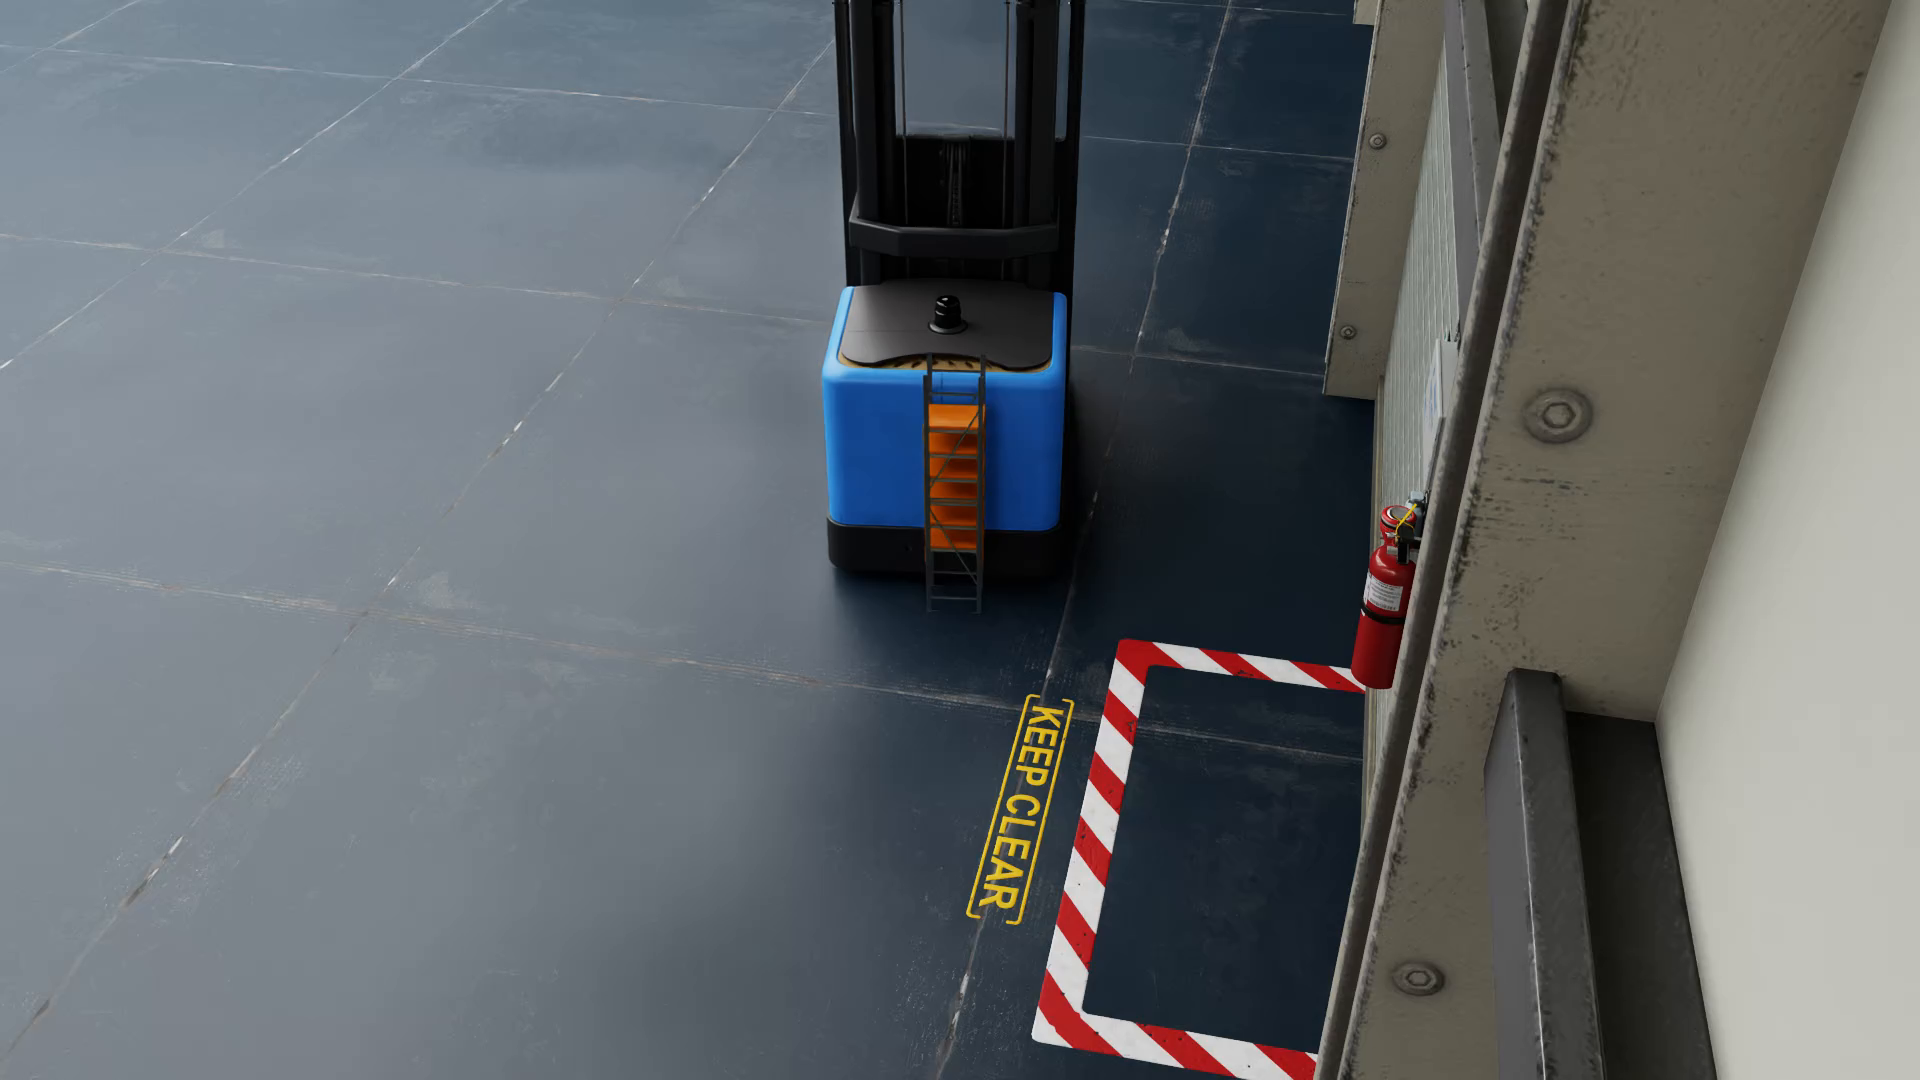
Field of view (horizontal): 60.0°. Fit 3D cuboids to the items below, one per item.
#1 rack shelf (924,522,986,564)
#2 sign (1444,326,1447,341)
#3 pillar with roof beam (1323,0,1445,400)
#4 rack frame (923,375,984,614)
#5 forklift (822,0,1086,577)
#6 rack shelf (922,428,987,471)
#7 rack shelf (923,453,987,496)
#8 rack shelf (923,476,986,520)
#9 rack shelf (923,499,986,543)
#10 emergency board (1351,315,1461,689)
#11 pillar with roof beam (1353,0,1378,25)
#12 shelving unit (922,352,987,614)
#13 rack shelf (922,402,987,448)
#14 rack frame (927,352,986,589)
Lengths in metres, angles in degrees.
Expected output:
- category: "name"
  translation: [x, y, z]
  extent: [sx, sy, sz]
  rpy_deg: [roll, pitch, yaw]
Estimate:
- category: "rack shelf"
  translation: [-0.021, 0.012, 7.196]
  extent: [0.258, 0.103, 0.180]
  rpy_deg: [2, 36, 3]
- category: "sign"
  translation: [1.609, -0.586, 5.520]
  extent: [0.001, 0.109, 0.331]
  rpy_deg: [7, 37, 10]
- category: "pillar with roof beam"
  translation: [-2.090, -5.051, 7.051]
  extent: [9.100, 9.000, 0.400]
  rpy_deg: [7, 37, 10]
- category: "rack frame"
  translation: [-0.027, -0.165, 6.955]
  extent: [0.240, 1.200, 0.006]
  rpy_deg: [2, 36, 3]
- category: "forklift"
  translation: [0.014, -1.866, 7.827]
  extent: [1.130, 2.935, 3.031]
  rpy_deg: [2, 36, 3]
- category: "rack shelf"
  translation: [-0.021, -0.377, 6.914]
  extent: [0.258, 0.103, 0.180]
  rpy_deg: [2, 36, 3]
- category: "rack shelf"
  translation: [-0.021, -0.280, 6.985]
  extent: [0.258, 0.103, 0.180]
  rpy_deg: [2, 36, 3]
- category: "rack shelf"
  translation: [-0.021, -0.183, 7.055]
  extent: [0.258, 0.103, 0.180]
  rpy_deg: [2, 36, 3]
- category: "rack shelf"
  translation: [-0.021, -0.085, 7.126]
  extent: [0.258, 0.103, 0.180]
  rpy_deg: [2, 36, 3]
- category: "emergency board"
  translation: [1.400, -0.054, 5.269]
  extent: [0.194, 1.169, 0.643]
  rpy_deg: [7, 37, 10]
- category: "pillar with roof beam"
  translation: [-0.808, -8.491, 11.797]
  extent: [9.100, 9.000, 0.400]
  rpy_deg: [7, 37, 10]
- category: "shelving unit"
  translation: [-0.021, -0.219, 7.029]
  extent: [0.258, 1.200, 0.189]
  rpy_deg: [2, 36, 3]
- category: "rack shelf"
  translation: [-0.021, -0.474, 6.844]
  extent: [0.258, 0.103, 0.180]
  rpy_deg: [2, 36, 3]
- category: "rack frame"
  translation: [-0.016, -0.272, 7.103]
  extent: [0.240, 1.200, 0.006]
  rpy_deg: [2, 36, 3]
